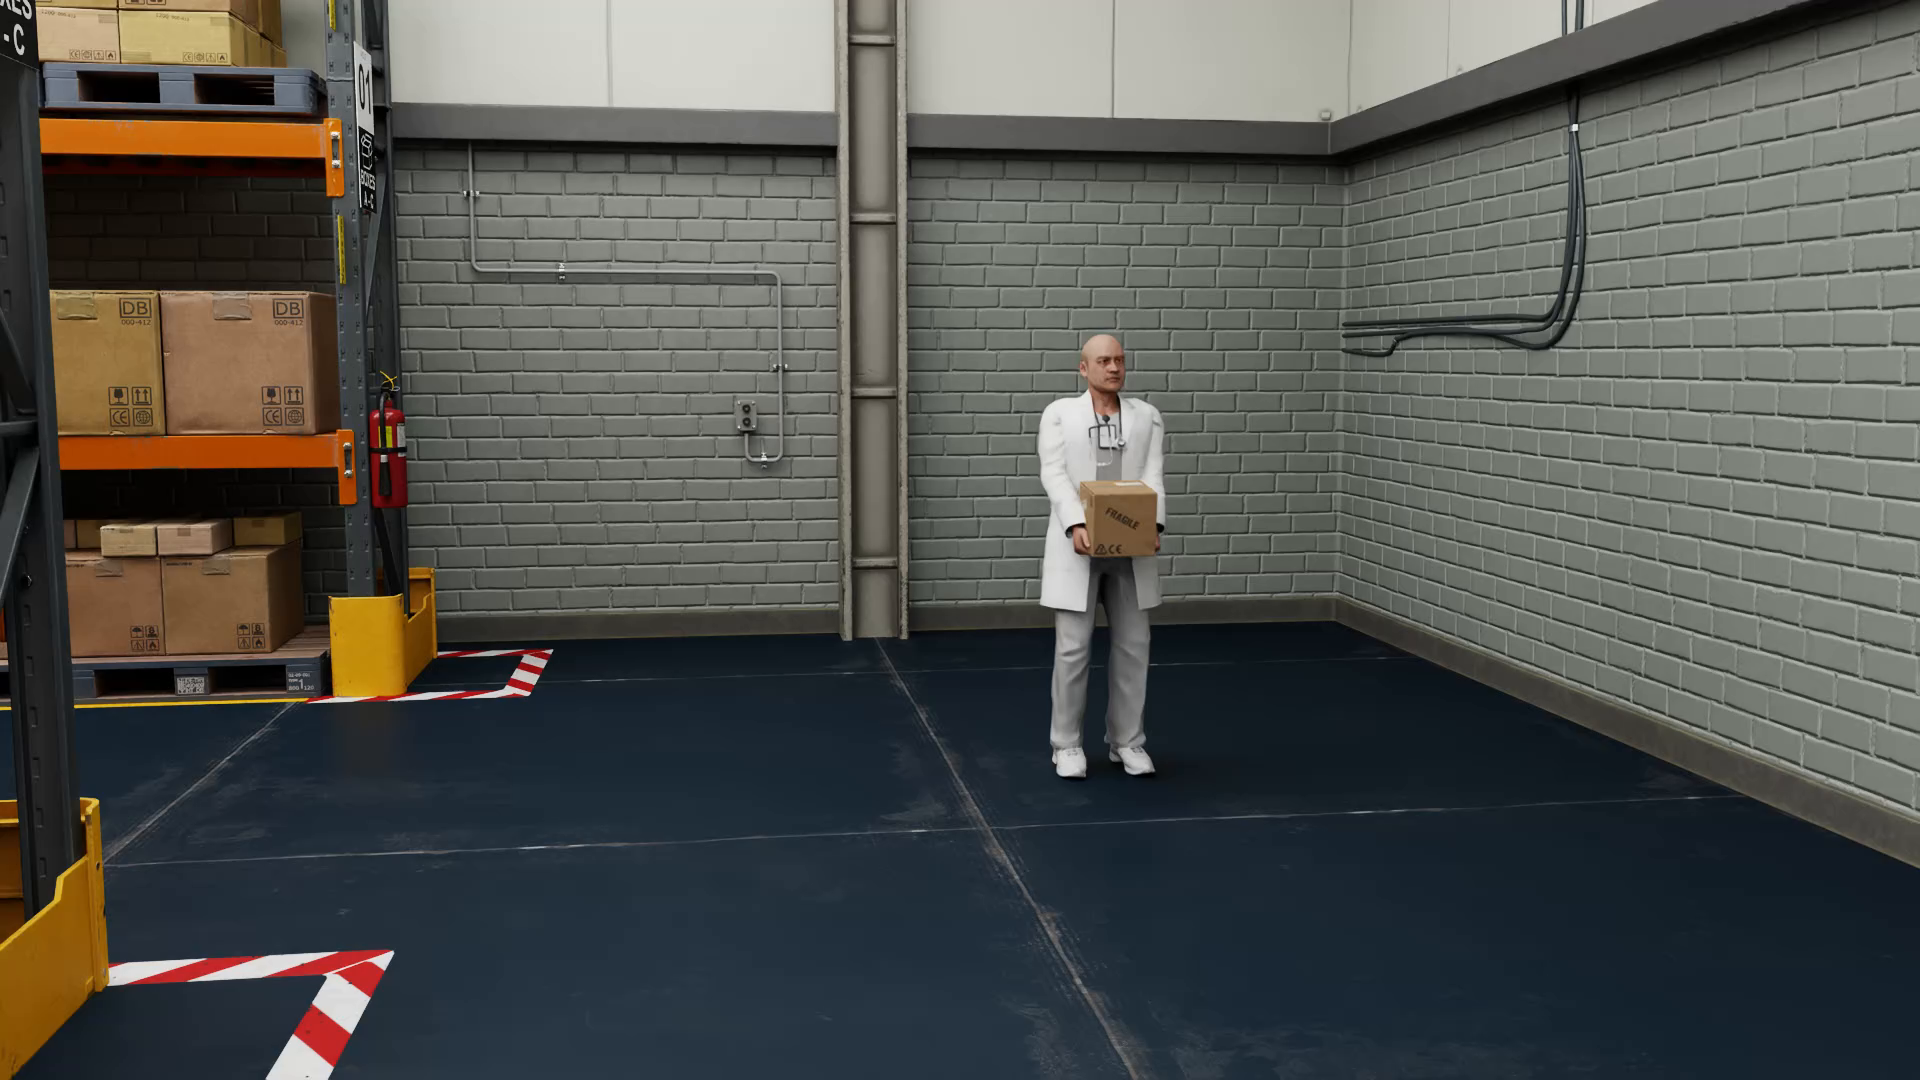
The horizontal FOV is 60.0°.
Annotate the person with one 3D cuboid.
[{"bbox_3d":[0.593,0.069,6.674,0.526,1.777,0.543,-1,6,-8],"label":"person"}]
